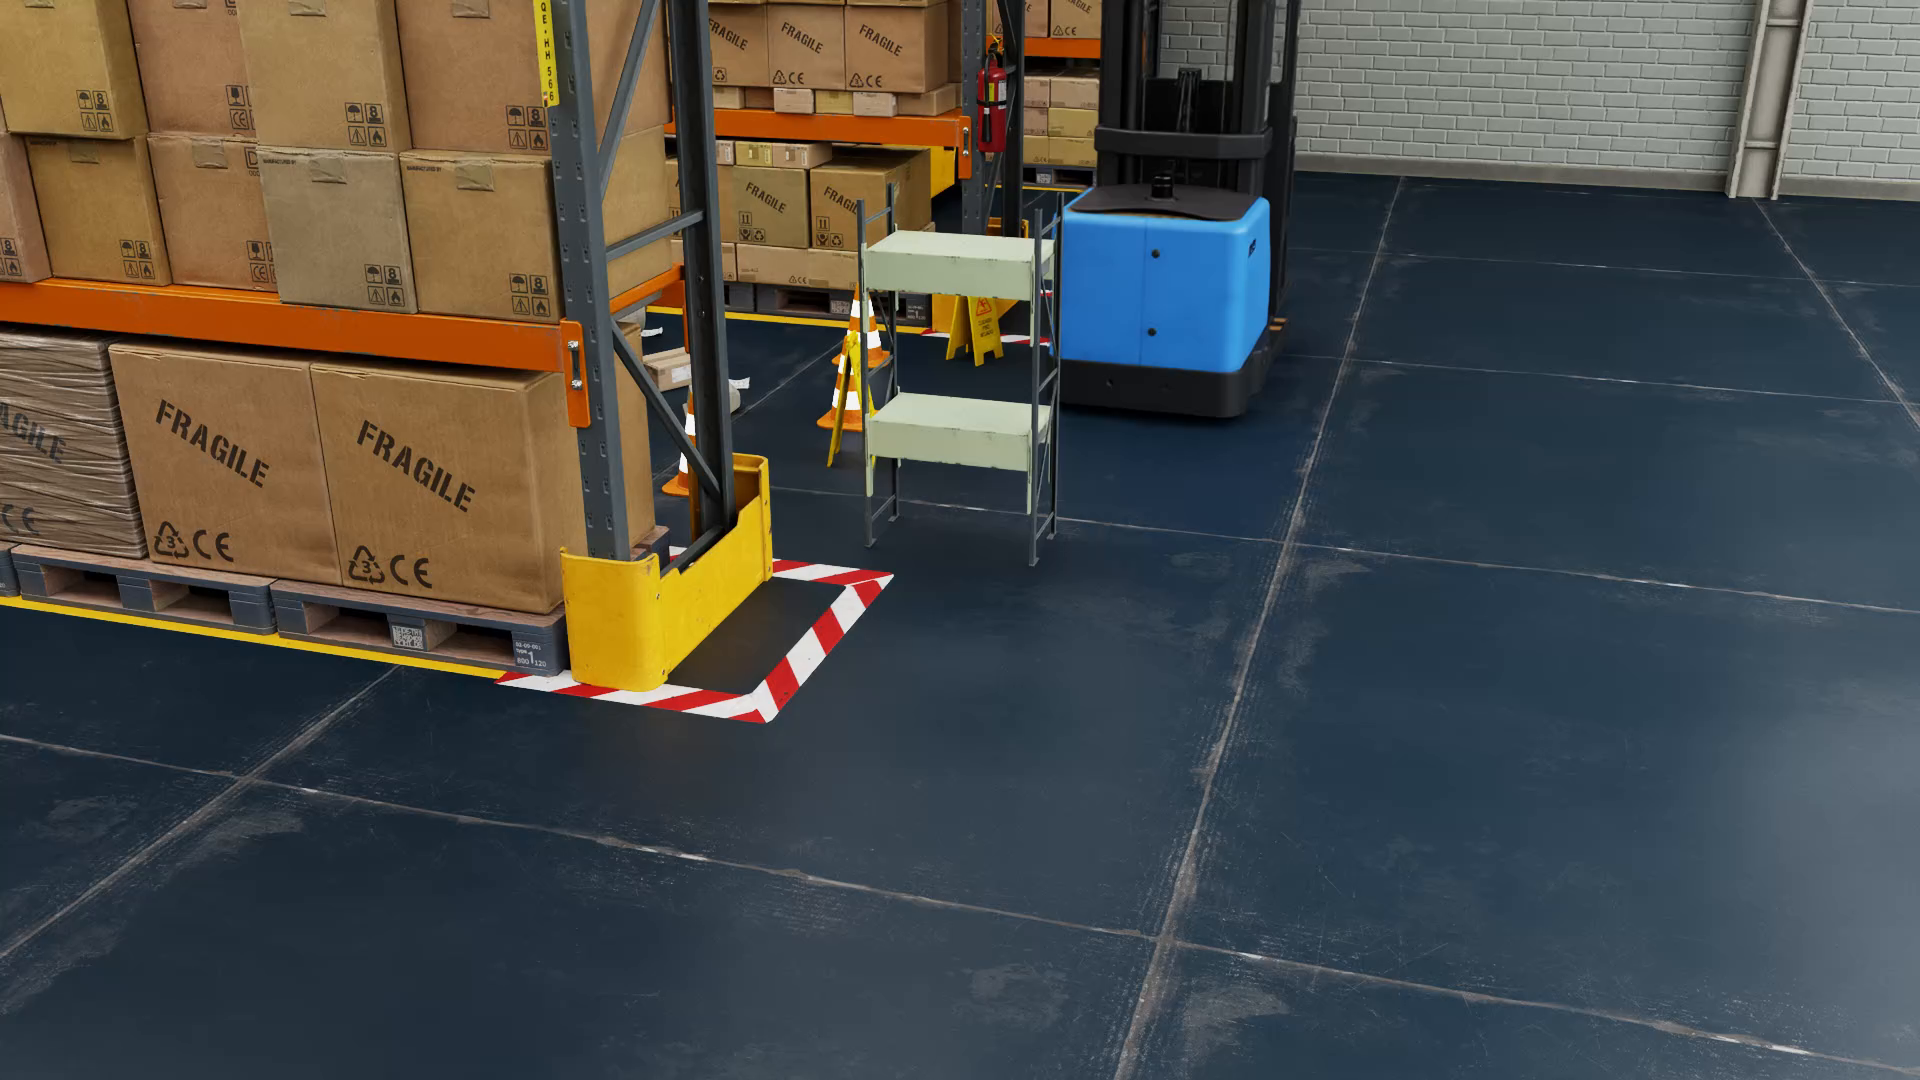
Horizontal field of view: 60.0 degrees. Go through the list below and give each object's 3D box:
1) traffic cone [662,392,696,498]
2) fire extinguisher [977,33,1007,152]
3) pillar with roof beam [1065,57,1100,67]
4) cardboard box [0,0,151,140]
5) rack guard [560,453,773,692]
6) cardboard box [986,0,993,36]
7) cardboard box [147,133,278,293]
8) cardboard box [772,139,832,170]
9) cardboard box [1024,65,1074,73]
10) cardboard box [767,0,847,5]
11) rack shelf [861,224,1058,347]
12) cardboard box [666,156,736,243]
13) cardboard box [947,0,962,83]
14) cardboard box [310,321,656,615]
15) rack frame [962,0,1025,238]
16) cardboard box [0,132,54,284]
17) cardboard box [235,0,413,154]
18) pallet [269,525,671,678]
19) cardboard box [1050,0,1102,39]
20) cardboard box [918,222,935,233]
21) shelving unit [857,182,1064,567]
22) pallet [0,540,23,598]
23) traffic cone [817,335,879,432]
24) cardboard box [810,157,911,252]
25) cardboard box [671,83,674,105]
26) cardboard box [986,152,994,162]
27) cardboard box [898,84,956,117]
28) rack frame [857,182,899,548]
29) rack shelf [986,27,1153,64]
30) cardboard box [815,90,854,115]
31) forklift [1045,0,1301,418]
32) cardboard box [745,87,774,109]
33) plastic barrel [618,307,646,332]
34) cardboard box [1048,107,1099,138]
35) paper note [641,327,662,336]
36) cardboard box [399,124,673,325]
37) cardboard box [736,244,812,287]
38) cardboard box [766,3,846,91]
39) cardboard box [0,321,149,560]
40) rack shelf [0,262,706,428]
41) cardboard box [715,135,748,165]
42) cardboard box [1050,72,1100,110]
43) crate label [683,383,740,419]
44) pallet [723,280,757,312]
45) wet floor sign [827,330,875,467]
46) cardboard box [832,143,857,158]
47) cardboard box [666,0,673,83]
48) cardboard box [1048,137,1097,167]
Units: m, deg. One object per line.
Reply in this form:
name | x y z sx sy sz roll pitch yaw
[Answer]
traffic cone | -1.217 -0.472 7.811 0.334 0.463 0.336 7 23 16
fire extinguisher | 0.191 -2.665 9.917 0.183 0.674 0.296 7 23 16
pillar with roof beam | -0.005 -6.300 10.772 0.400 9.000 9.100 7 23 16
cardboard box | -3.058 -1.844 6.192 0.500 0.550 0.875 7 23 16
rack guard | -1.096 0.088 6.398 0.348 0.500 1.175 7 23 16
cardboard box | 0.113 -4.806 14.902 0.500 0.500 0.500 6 23 14
cardboard box | -2.520 -1.325 6.349 0.550 0.550 0.875 7 23 16
cardboard box | -0.999 -2.459 10.540 0.250 0.149 0.380 7 23 17
cardboard box | 0.760 -4.245 15.418 0.500 0.250 0.500 7 23 16
cardboard box | -0.820 -3.563 10.161 0.500 0.500 0.700 7 23 16
rack shelf | 0.006 -1.054 6.836 0.720 0.370 0.431 7 23 16
cardboard box | -1.610 -2.257 10.902 0.500 0.500 0.500 6 23 14
cardboard box | -0.159 -3.218 10.638 0.500 0.500 0.500 6 23 15
cardboard box | -1.787 -0.333 6.376 0.875 0.875 0.875 7 23 16
rack frame | 0.215 -2.881 10.341 0.127 3.000 1.000 7 23 16
cardboard box | -3.575 -1.389 6.507 0.550 0.550 0.875 7 23 16
cardboard box | -2.016 -1.722 5.895 0.550 0.550 0.875 7 23 16
pallet | -1.907 0.159 6.604 1.213 0.211 1.003 7 23 15
cardboard box | 1.098 -4.690 14.619 0.500 0.500 0.500 6 23 14
cardboard box | -0.478 -1.992 11.244 0.500 0.250 0.500 6 23 15
shelving unit | 0.006 -0.693 6.984 0.755 1.500 0.431 7 23 16
pallet | -4.243 -0.108 7.256 1.213 0.211 1.003 7 23 15
traffic cone | -0.565 -0.845 8.721 0.334 0.463 0.336 7 23 16
cardboard box | -0.628 -2.143 10.624 0.500 0.500 0.500 7 23 16
cardboard box | -1.663 -2.903 10.725 0.250 0.149 0.380 7 23 16
cardboard box | 0.154 -3.660 15.310 0.500 0.250 0.500 7 23 16
cardboard box | -0.205 -2.728 10.300 0.250 0.149 0.380 7 23 17
rack frame | -0.344 -0.733 7.081 0.023 1.500 0.400 7 23 16
rack shelf | -0.270 -4.571 15.410 4.000 0.370 1.077 7 23 16
cardboard box | -0.719 -2.752 10.357 0.250 0.149 0.380 6 23 15
forklift | 1.395 -2.519 9.550 1.130 2.935 3.031 7 23 16
cardboard box | -1.179 -2.848 10.591 0.250 0.149 0.380 7 23 16
plastic barrel | -2.200 -1.366 10.041 0.512 0.421 0.421 -14 26 -30
cardboard box | 1.088 -3.778 14.939 0.500 0.250 0.500 6 23 15
paper note | -1.942 -1.305 10.410 0.148 0.019 0.142 -1 22 -3
cardboard box | -1.487 -1.165 5.961 0.550 0.550 0.875 7 23 16
cardboard box | -1.131 -1.854 10.907 0.500 0.250 0.500 7 23 16
cardboard box | -0.863 -3.081 10.305 0.500 0.500 0.500 7 23 16
cardboard box | -3.502 -0.530 6.855 0.875 0.875 0.875 7 23 16
rack shelf | -3.033 -0.958 6.601 4.000 0.370 1.077 7 23 16
cardboard box | -1.490 -2.518 10.682 0.250 0.149 0.380 8 23 18
cardboard box | 1.114 -4.007 14.838 0.500 0.250 0.500 7 23 17
crate label | -1.335 -0.758 8.938 0.298 0.136 0.250 -5 23 -12
pallet | -1.790 -1.836 11.467 1.213 0.211 1.003 7 23 16
wet floor sign | -0.519 -0.699 8.123 0.232 0.644 0.267 3 22 6
cardboard box | -1.003 -2.397 11.243 0.500 0.500 0.500 6 23 14
cardboard box | -1.820 -3.200 10.594 0.500 0.500 0.500 7 23 16
cardboard box | 1.104 -3.544 15.027 0.500 0.250 0.500 7 23 16
